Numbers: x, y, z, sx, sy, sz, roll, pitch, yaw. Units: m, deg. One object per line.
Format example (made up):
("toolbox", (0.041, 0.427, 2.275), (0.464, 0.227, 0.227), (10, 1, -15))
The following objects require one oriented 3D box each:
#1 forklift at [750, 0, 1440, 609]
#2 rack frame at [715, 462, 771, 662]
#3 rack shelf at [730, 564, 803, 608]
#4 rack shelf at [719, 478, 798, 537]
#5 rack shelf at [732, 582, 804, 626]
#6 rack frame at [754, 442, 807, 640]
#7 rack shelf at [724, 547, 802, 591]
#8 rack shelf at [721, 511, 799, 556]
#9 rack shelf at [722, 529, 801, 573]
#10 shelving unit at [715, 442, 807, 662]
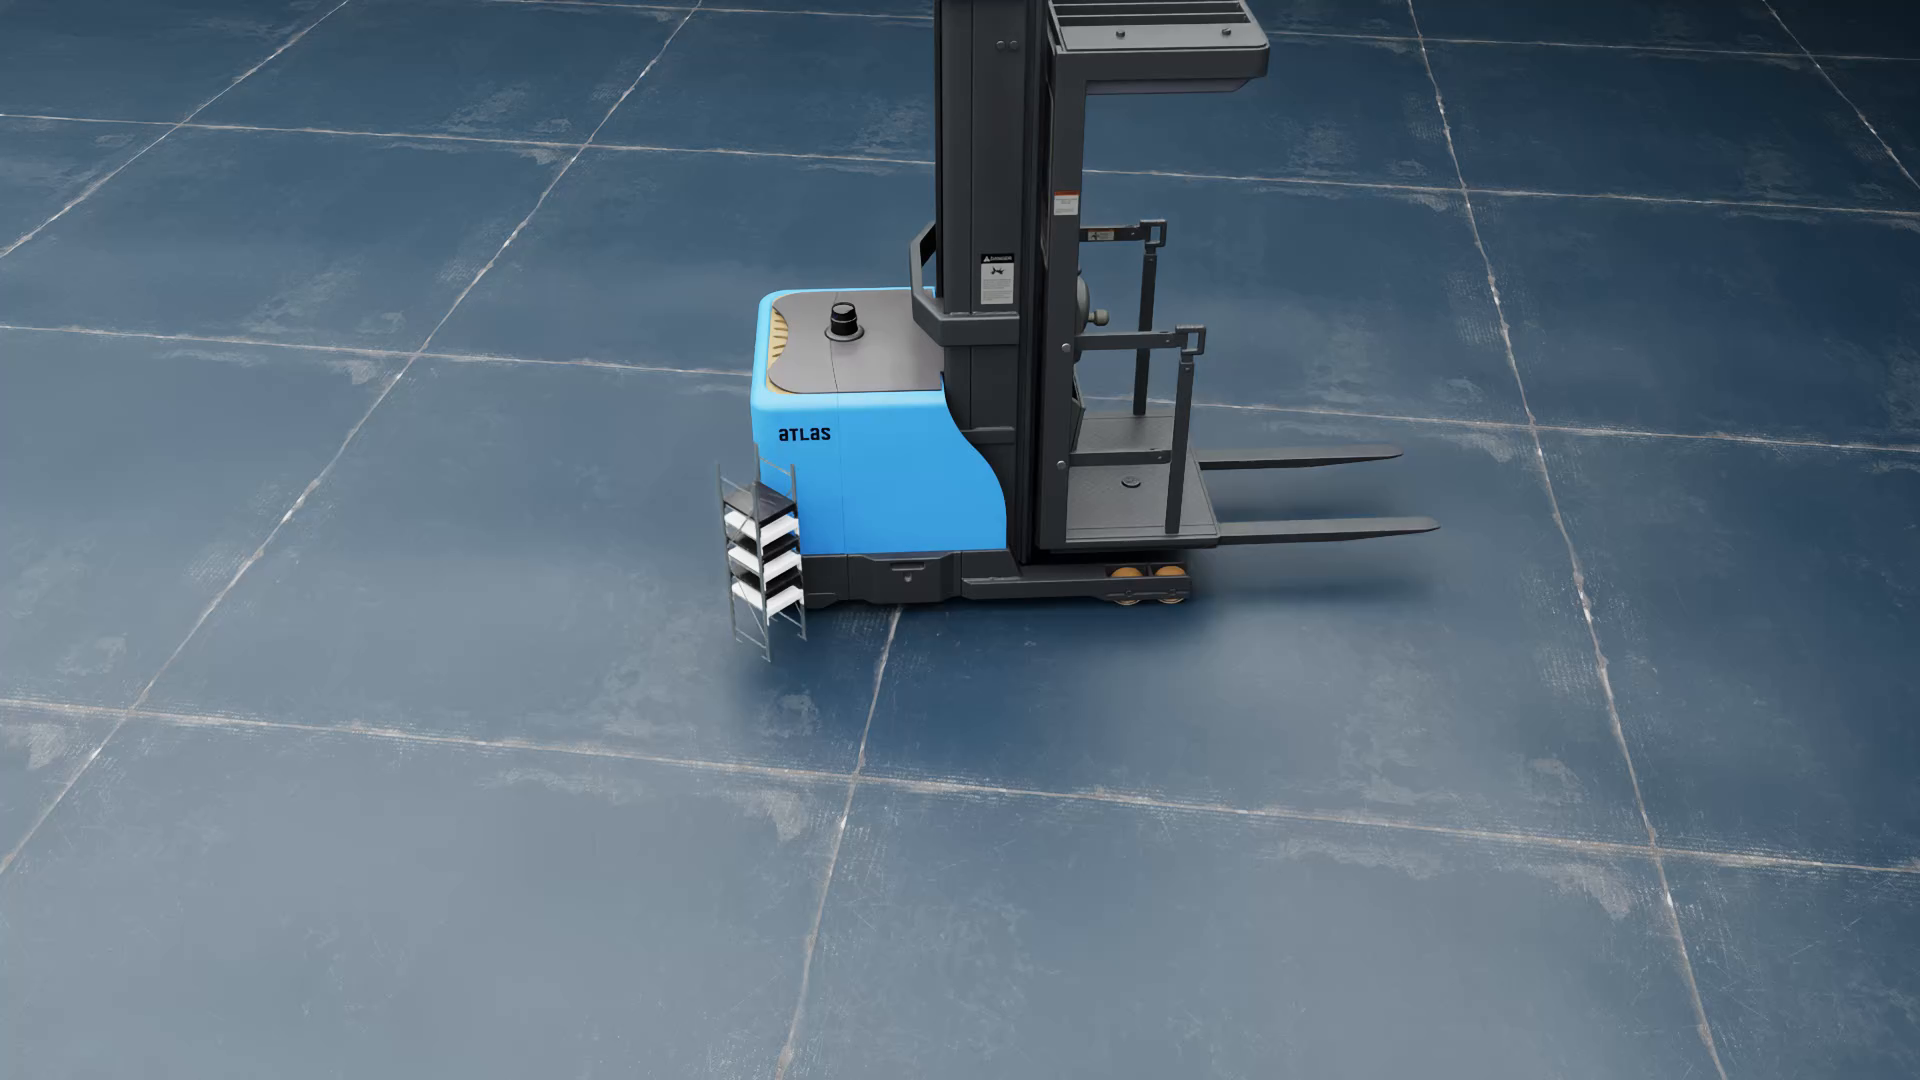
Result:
("forklift", (0.622, -1.213, 6.927), (3.031, 2.935, 1.130), (-2, 36, -3))
("rack frame", (-0.888, 0.103, 6.832), (0.240, 0.900, 0.006), (29, 44, 34))
("rack shelf", (-0.818, 0.160, 6.964), (0.258, 0.077, 0.200), (29, 44, 34))
("rack shelf", (-0.818, -0.133, 6.754), (0.258, 0.077, 0.200), (29, 44, 34))
("rack shelf", (-0.818, 0.233, 7.016), (0.258, 0.077, 0.200), (29, 44, 34))
("rack frame", (-0.748, 0.017, 6.952), (0.240, 0.900, 0.006), (29, 44, 34))
("rack shelf", (-0.818, 0.087, 6.911), (0.258, 0.077, 0.200), (29, 44, 34))
("rack shelf", (-0.818, -0.060, 6.807), (0.258, 0.077, 0.200), (29, 44, 34))
("rack shelf", (-0.818, 0.013, 6.859), (0.258, 0.077, 0.200), (29, 44, 34))
("shelving unit", (-0.818, 0.060, 6.892), (0.258, 0.900, 0.210), (29, 44, 34))
